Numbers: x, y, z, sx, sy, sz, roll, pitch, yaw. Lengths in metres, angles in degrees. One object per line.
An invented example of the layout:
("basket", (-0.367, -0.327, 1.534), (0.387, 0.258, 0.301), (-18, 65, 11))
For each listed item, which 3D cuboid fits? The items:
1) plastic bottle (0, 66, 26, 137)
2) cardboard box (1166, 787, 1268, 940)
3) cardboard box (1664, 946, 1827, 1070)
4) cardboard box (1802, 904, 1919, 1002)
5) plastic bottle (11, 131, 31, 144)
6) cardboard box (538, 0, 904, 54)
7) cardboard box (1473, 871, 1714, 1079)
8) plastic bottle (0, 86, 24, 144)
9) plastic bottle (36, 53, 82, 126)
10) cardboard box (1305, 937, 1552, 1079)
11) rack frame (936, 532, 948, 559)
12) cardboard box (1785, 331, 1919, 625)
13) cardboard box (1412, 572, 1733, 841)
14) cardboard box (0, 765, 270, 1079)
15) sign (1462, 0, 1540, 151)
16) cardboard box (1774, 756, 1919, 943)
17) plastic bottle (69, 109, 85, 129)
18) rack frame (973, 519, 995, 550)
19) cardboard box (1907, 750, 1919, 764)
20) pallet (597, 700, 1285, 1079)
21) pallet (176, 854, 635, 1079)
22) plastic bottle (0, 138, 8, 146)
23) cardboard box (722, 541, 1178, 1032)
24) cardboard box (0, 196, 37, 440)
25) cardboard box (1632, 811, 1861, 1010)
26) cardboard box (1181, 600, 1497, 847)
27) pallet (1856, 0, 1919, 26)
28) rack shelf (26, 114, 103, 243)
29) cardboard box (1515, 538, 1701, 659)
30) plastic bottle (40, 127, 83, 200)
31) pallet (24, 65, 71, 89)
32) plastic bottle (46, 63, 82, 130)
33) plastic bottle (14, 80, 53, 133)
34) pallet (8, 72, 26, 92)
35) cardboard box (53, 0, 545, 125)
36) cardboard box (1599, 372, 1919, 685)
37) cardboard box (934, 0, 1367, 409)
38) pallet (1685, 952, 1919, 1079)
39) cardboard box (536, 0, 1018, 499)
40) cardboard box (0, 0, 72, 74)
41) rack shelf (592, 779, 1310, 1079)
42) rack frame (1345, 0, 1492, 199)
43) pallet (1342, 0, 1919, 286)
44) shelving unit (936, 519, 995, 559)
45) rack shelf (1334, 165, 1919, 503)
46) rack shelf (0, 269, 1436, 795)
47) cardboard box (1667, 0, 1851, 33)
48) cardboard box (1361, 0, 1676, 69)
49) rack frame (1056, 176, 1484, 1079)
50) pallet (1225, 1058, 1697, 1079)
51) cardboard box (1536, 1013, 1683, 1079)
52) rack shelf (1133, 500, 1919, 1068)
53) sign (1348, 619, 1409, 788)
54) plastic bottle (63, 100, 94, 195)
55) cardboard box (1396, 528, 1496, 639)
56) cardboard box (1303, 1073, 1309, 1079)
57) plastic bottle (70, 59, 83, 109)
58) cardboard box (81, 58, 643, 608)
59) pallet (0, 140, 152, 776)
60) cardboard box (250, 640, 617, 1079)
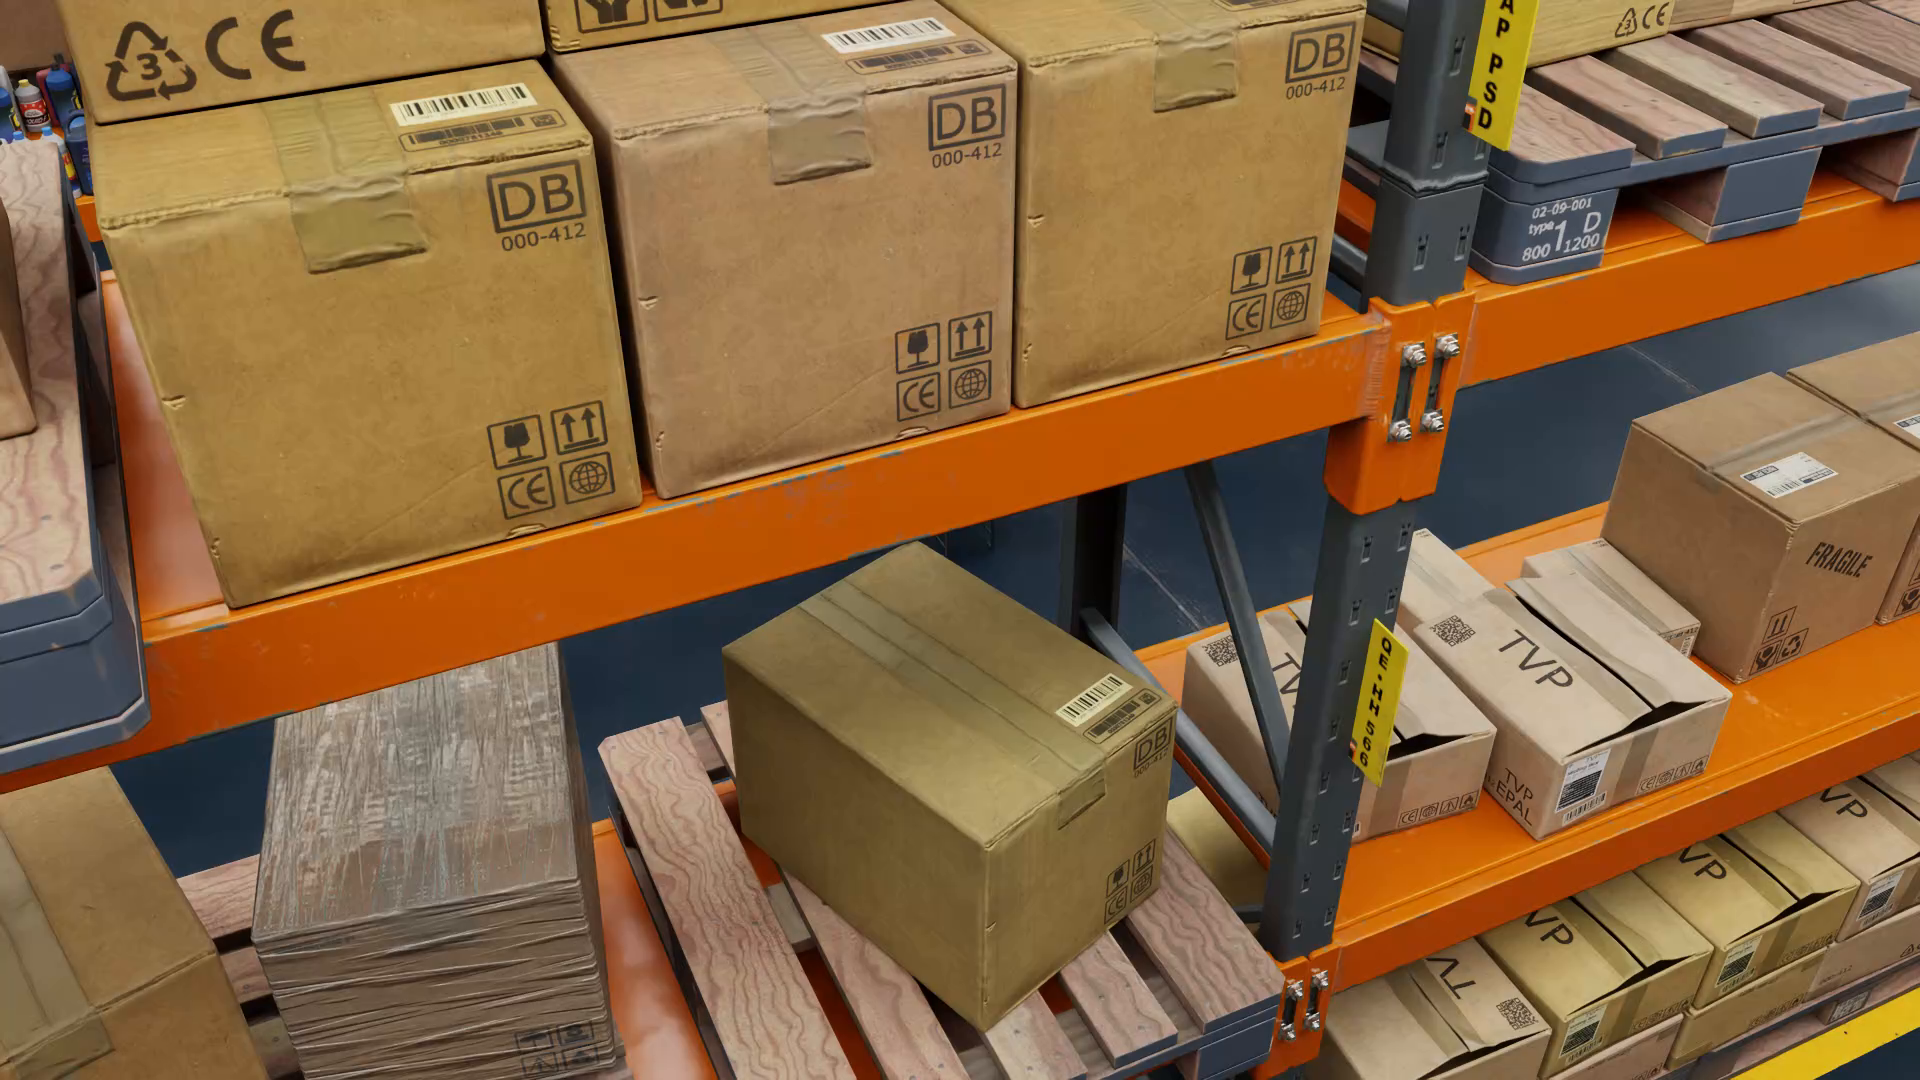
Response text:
("plastic bottle", (-3.888, -1.764, 6.715), (0.135, 0.276, 0.152), (-16, 39, -20))
("cardboard box", (0.865, 0.878, 4.533), (0.500, 0.311, 0.500), (-15, 39, -19))
("cardboard box", (2.017, 1.132, 4.662), (0.500, 0.250, 0.500), (-17, 40, -21))
("cardboard box", (2.482, 1.002, 4.836), (0.500, 0.250, 0.500), (-15, 39, -19))
("plastic bottle", (-3.481, -1.395, 6.220), (0.097, 0.271, 0.097), (0, 37, 0))
("cardboard box", (-0.364, -0.978, 2.109), (0.500, 0.500, 0.500), (-16, 39, -20))
("cardboard box", (1.567, 1.032, 4.326), (0.500, 0.311, 0.500), (-17, 40, -21))
("plastic bottle", (-3.818, -1.700, 6.632), (0.097, 0.271, 0.097), (0, 37, 0))
("plastic bottle", (-3.698, -1.850, 6.824), (0.133, 0.283, 0.061), (-16, 39, -20))
("cardboard box", (1.095, 1.169, 4.141), (0.500, 0.311, 0.500), (-14, 39, -18))
("rack frame", (-0.099, -0.334, 6.444), (0.006, 0.900, 0.240), (-16, 39, -20))
("cardboard box", (2.484, -0.174, 4.383), (0.500, 0.500, 0.500), (-16, 39, -20))
("cardboard box", (1.388, 0.347, 3.839), (0.500, 0.311, 0.500), (-16, 39, -20))
("cardboard box", (-1.552, 0.756, 2.776), (0.500, 0.500, 0.700), (-26, 44, -31))
("sign", (0.724, -0.686, 2.206), (0.005, 0.325, 0.100), (-16, 39, -20))
("cardboard box", (2.494, 0.773, 4.674), (0.500, 0.311, 0.500), (-16, 39, -21))
("plastic bottle", (-3.366, -1.522, 6.392), (0.097, 0.271, 0.097), (0, 37, 0))
("rack frame", (0.085, -0.385, 6.514), (0.006, 0.900, 0.240), (-16, 39, -20))
("cardboard box", (2.951, 0.648, 4.843), (0.500, 0.311, 0.500), (-16, 39, -20))
("pallet", (-0.088, 0.719, 3.423), (1.003, 0.211, 1.213), (-16, 39, -20))
("pallet", (-1.263, 1.005, 3.039), (1.213, 0.211, 1.003), (-16, 39, -20))
("plastic bottle", (-3.597, -1.382, 6.199), (0.135, 0.276, 0.152), (-16, 39, -20))
("cardboard box", (-0.027, 0.444, 3.197), (0.500, 0.500, 0.700), (-30, 46, -34))
("cardboard box", (-1.432, -0.435, 1.781), (0.600, 0.600, 0.600), (-17, 40, -22))
("cardboard box", (2.029, 0.904, 4.498), (0.500, 0.311, 0.500), (-17, 40, -21))
("cardboard box", (0.844, 0.400, 3.767), (0.500, 0.311, 0.500), (-13, 39, -17))
("pallet", (2.083, -1.201, 3.492), (1.213, 0.211, 1.003), (-14, 39, -18))
("rack shelf", (-3.416, -1.444, 6.783), (4.000, 0.370, 1.077), (-16, 39, -20))
("cardboard box", (1.626, 0.181, 4.199), (0.250, 0.149, 0.380), (-13, 38, -17))
("plastic bottle", (-3.393, -1.419, 6.254), (0.097, 0.271, 0.097), (0, 37, 0))
("pallet", (-5.559, -3.325, 11.056), (1.213, 0.211, 1.003), (-16, 39, -20))
("plastic bottle", (-3.648, -1.807, 6.777), (0.097, 0.271, 0.097), (0, 37, 0))
("plastic bottle", (-3.795, -1.778, 6.796), (0.097, 0.201, 0.097), (0, 37, 0))
("pallet", (-6.665, -3.014, 10.636), (1.213, 0.211, 1.003), (-16, 39, -20))
("cardboard box", (-0.825, -0.848, 1.935), (0.500, 0.500, 0.500), (-16, 39, -20))
("cardboard box", (2.008, -0.041, 4.203), (0.500, 0.500, 0.500), (-18, 40, -22))
("cardboard box", (0.115, -0.683, 2.552), (0.500, 0.500, 0.910), (-16, 39, -20))
("pallet", (2.360, 1.059, 5.145), (1.213, 0.211, 1.003), (-16, 39, -20))
("cardboard box", (-0.347, -0.554, 2.378), (0.500, 0.500, 0.910), (-16, 39, -20))
("cardboard box", (-5.952, -3.613, 10.534), (0.875, 0.875, 1.225), (-17, 40, -21))
("rack shelf", (-1.315, 1.228, 3.180), (4.000, 0.370, 1.077), (-16, 39, -20))
("rack frame", (0.496, -1.977, 1.861), (0.127, 3.000, 1.000), (-16, 39, -20))
("pallet", (1.072, -0.916, 3.108), (1.003, 0.211, 1.213), (-14, 39, -18))
("shelving unit", (-0.007, -0.359, 6.479), (0.210, 0.900, 0.258), (-16, 39, -20))
("rack shelf", (2.306, -0.989, 3.652), (4.000, 0.370, 1.077), (-16, 39, -20))
("rack shelf", (-1.315, 0.023, 2.287), (4.000, 0.370, 1.077), (-16, 39, -20))
("cardboard box", (1.349, -1.168, 3.062), (0.500, 0.250, 0.500), (-15, 39, -19))
("cardboard box", (0.882, -1.026, 2.870), (0.500, 0.250, 0.500), (-19, 40, -23))
("rack frame", (0.496, 0.433, 3.649), (0.127, 3.000, 1.000), (-16, 39, -20))
("pallet", (1.257, 1.365, 4.732), (1.213, 0.211, 1.003), (-16, 39, -20))
("cardboard box", (1.549, 1.267, 4.480), (0.500, 0.250, 0.500), (-17, 40, -21))
("rack shelf", (2.306, 0.216, 4.545), (4.000, 0.370, 1.077), (-16, 39, -20))
("sign", (0.735, 0.290, 2.936), (0.005, 0.325, 0.100), (-16, 39, -20))
("plastic bottle", (-3.275, -1.499, 6.295), (0.185, 0.351, 0.144), (-16, 39, -20))
("cardboard box", (1.192, 0.157, 4.231), (0.250, 0.149, 0.380), (-16, 39, -20))
("cardboard box", (1.095, 1.394, 4.308), (0.500, 0.250, 0.500), (-16, 39, -20))
("plastic bottle", (-3.536, -1.895, 6.828), (0.185, 0.351, 0.144), (-16, 39, -20))
("cardboard box", (-0.817, -0.423, 2.200), (0.500, 0.500, 0.910), (-16, 39, -20))
("pallet", (-1.568, -0.075, 1.974), (1.003, 0.211, 1.213), (-16, 39, -20))
("cardboard box", (-0.936, 0.573, 3.023), (0.500, 0.500, 0.700), (-9, 37, -11))
